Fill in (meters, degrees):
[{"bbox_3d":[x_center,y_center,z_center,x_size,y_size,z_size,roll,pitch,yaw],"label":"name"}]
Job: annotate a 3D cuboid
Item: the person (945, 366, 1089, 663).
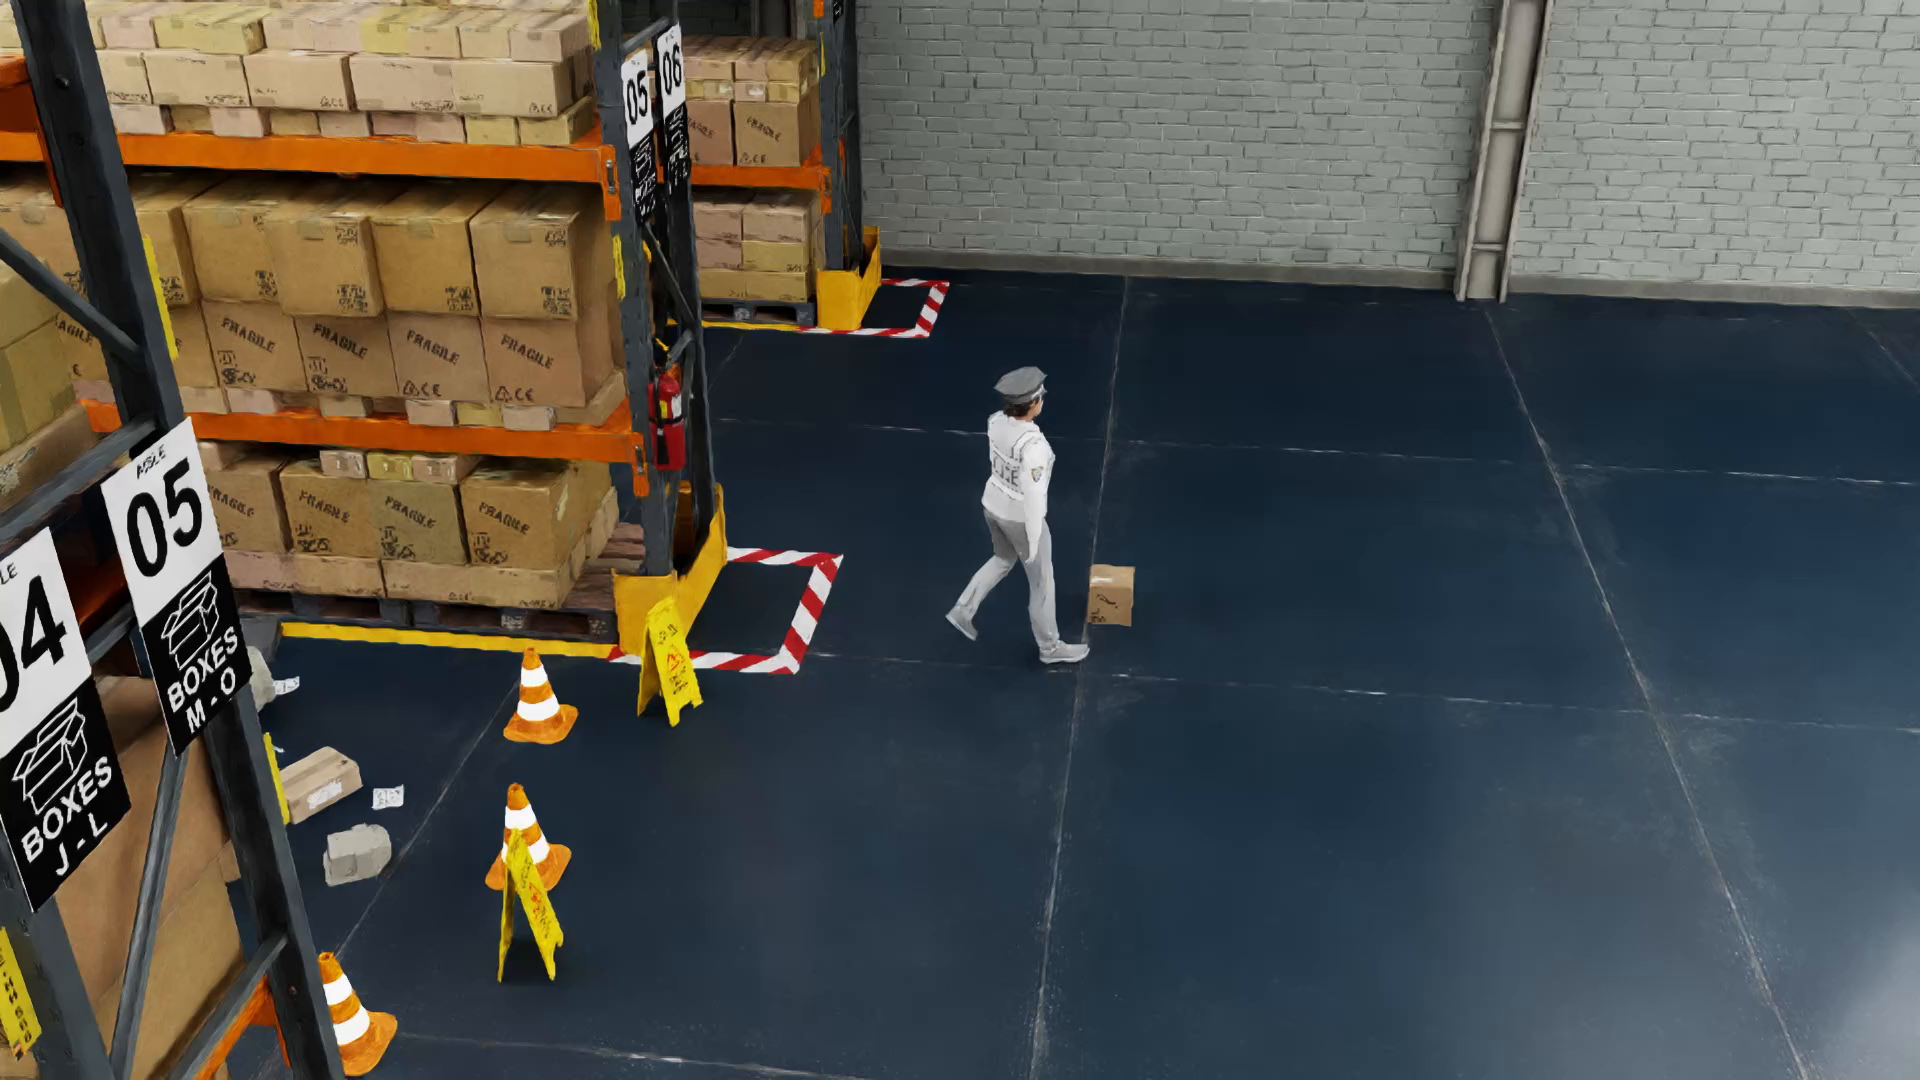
[{"bbox_3d":[0.303,-0.111,8.787,0.671,1.669,0.540,-18,33,-29],"label":"person"}]
